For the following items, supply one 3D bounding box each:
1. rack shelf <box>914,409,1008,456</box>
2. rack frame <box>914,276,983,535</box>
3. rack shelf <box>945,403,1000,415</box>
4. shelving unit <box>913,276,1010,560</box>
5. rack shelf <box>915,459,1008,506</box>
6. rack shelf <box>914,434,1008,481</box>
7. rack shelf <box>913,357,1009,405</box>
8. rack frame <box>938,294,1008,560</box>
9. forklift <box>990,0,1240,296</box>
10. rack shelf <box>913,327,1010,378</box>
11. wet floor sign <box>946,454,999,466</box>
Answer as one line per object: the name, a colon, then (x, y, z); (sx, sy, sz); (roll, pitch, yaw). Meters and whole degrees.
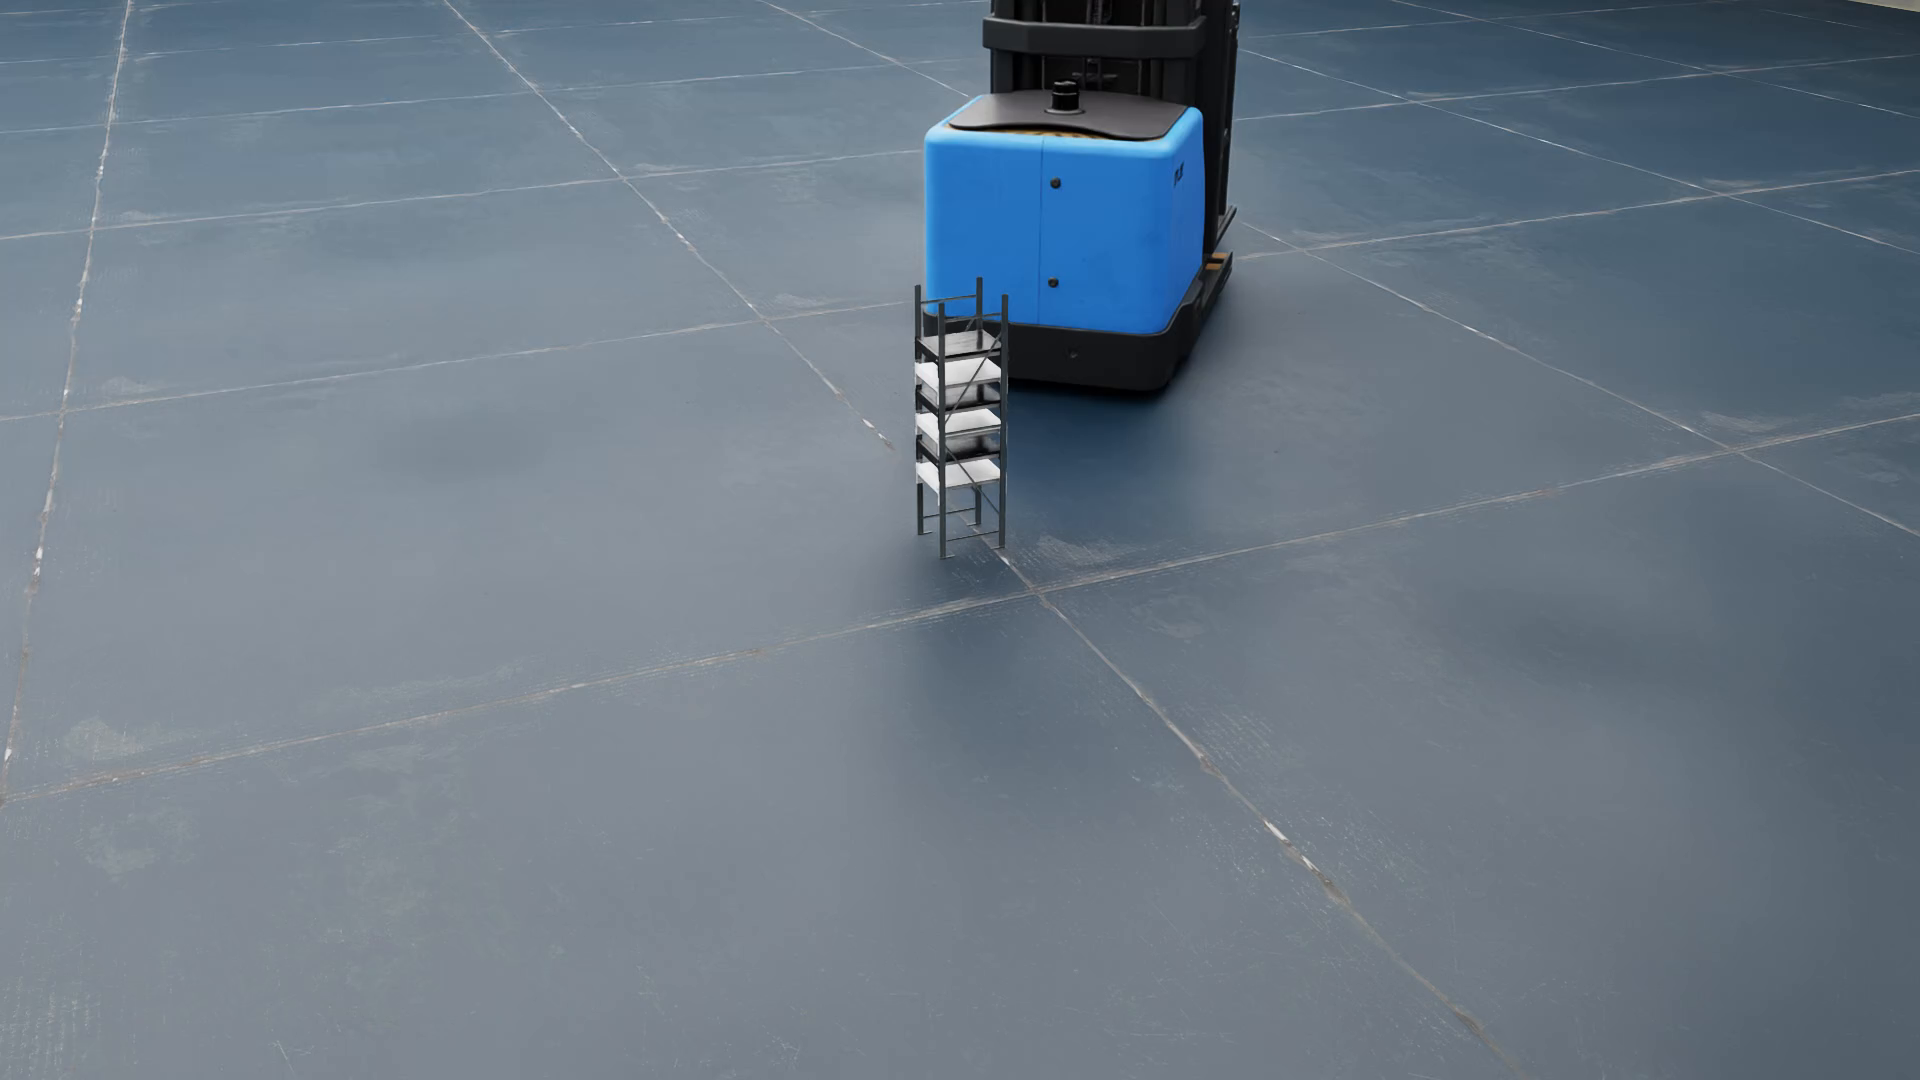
rack shelf: (0.003, -0.371, 5.560); (0.258, 0.077, 0.200); (-11, 28, -21)
rack frame: (-0.037, -0.442, 5.630); (0.240, 0.900, 0.006); (-11, 28, -21)
rack shelf: (0.003, -0.465, 5.514); (0.199, 0.015, 0.184); (-11, 28, -21)
shelving unit: (0.003, -0.401, 5.546); (0.258, 0.900, 0.210); (-11, 28, -21)
rack shelf: (0.003, -0.209, 5.639); (0.258, 0.077, 0.200); (-11, 28, -21)
rack shelf: (0.003, -0.290, 5.600); (0.258, 0.077, 0.200); (-11, 28, -21)
rack shelf: (0.003, -0.533, 5.481); (0.258, 0.077, 0.200); (-11, 28, -21)
rack frame: (0.043, -0.360, 5.462); (0.240, 0.900, 0.006); (-11, 28, -21)
forklift: (0.761, -2.548, 7.700); (1.118, 2.867, 2.937); (7, 27, 15)
rack shelf: (0.003, -0.614, 5.442); (0.258, 0.077, 0.200); (-11, 28, -21)
wet floor sign: (-4.111, 1.805, 1.317); (8.976, 0.644, 9.326); (-1, 26, -3)
